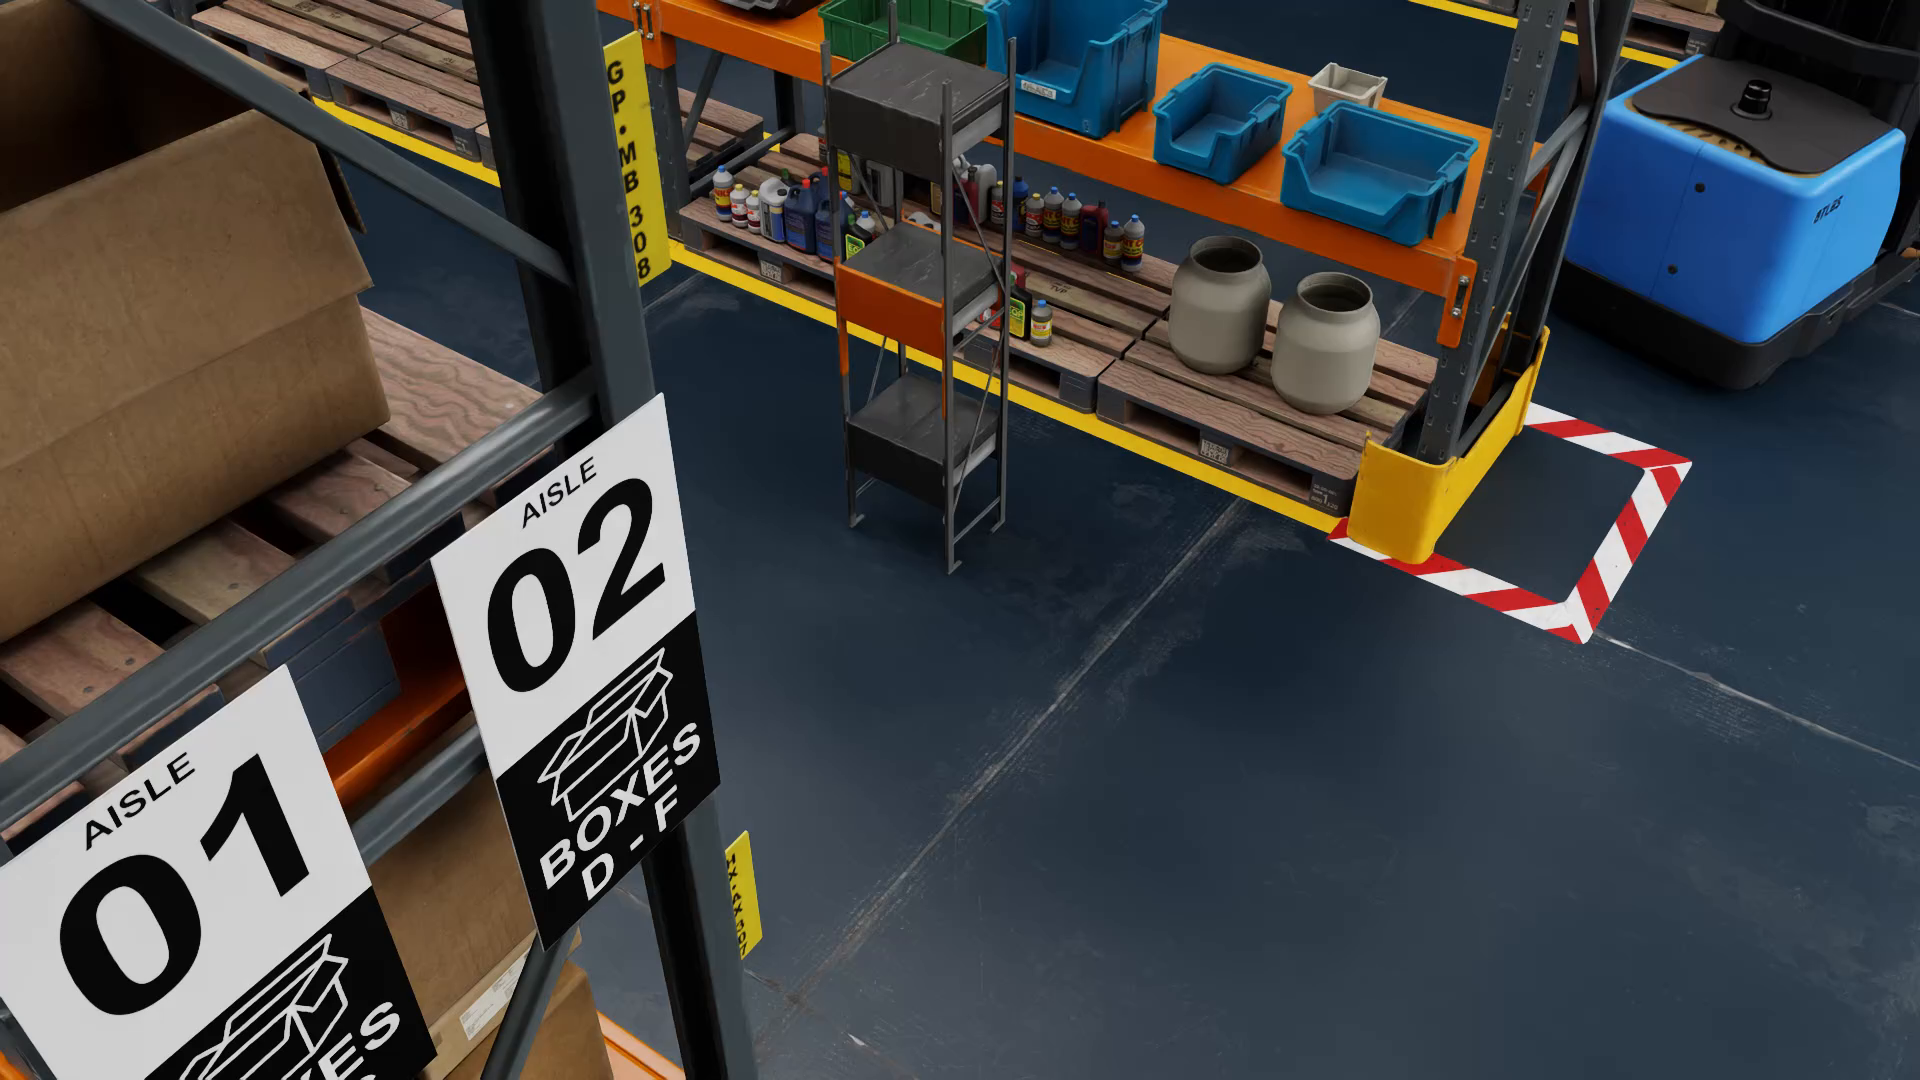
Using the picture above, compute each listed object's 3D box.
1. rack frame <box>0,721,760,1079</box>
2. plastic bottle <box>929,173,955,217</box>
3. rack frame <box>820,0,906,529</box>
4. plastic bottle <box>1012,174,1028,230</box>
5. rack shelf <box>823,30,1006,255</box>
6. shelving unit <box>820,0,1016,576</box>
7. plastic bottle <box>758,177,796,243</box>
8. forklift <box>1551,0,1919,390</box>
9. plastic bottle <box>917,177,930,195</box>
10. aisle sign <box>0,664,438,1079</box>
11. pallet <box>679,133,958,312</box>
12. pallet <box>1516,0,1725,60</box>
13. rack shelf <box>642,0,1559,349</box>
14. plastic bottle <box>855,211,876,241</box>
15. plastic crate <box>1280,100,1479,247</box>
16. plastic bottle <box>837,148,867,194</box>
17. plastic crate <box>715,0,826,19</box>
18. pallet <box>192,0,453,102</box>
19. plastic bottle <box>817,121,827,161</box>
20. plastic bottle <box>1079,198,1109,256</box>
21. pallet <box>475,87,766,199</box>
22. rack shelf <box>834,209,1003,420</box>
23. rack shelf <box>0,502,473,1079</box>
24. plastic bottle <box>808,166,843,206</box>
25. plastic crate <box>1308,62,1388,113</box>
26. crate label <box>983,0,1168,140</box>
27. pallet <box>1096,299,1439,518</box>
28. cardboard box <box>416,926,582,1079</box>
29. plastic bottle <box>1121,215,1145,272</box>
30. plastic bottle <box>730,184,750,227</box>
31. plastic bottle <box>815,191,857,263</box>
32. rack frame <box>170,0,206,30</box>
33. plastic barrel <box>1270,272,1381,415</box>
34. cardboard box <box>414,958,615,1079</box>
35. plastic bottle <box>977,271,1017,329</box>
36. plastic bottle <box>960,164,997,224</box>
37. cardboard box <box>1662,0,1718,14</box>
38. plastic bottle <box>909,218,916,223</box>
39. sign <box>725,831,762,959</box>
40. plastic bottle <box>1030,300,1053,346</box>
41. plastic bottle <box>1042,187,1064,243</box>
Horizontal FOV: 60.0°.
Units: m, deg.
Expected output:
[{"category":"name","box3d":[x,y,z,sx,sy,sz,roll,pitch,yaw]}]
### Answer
[{"category":"rack frame","box3d":[-0.732,1.320,3.026,0.127,3.000,1.000,25,48,25]},{"category":"plastic bottle","box3d":[-0.084,-1.714,8.124,0.133,0.283,0.061,25,48,25]},{"category":"rack frame","box3d":[-0.335,-0.939,6.225,0.015,2.100,0.400,25,48,25]},{"category":"plastic bottle","box3d":[0.281,-1.642,8.052,0.097,0.271,0.097,0,42,0]},{"category":"rack shelf","box3d":[-0.136,-1.357,5.663,0.480,0.518,0.431,25,48,25]},{"category":"shelving unit","box3d":[-0.136,-0.846,6.121,0.503,2.100,0.431,25,48,25]},{"category":"plastic bottle","box3d":[-0.870,-1.594,7.994,0.135,0.276,0.152,27,48,27]},{"category":"forklift","box3d":[4.250,-2.598,7.455,3.031,2.935,1.130,-30,50,-29]},{"category":"plastic bottle","box3d":[-0.153,-1.864,8.291,0.133,0.283,0.061,28,49,28]},{"category":"aisle sign","box3d":[-0.847,0.536,1.952,0.004,0.787,0.394,25,48,25]},{"category":"pallet","box3d":[-0.634,-1.596,8.375,1.213,0.211,1.003,25,48,25]},{"category":"pallet","box3d":[4.252,-3.408,10.400,1.213,0.211,1.003,25,48,25]},{"category":"rack shelf","box3d":[0.477,-1.881,7.142,4.000,0.370,1.077,25,48,25]},{"category":"plastic bottle","box3d":[-0.441,-1.418,7.802,0.097,0.271,0.097,0,42,0]},{"category":"plastic crate","box3d":[1.533,-1.356,6.128,0.616,0.251,0.499,25,48,25]},{"category":"plastic bottle","box3d":[-0.550,-1.924,8.307,0.185,0.351,0.144,25,48,25]},{"category":"plastic crate","box3d":[-0.804,-2.622,7.477,0.504,0.338,0.767,25,48,25]},{"category":"pallet","box3d":[-3.823,-3.089,10.044,1.213,0.211,1.003,25,48,25]},{"category":"plastic bottle","box3d":[-0.684,-2.067,8.579,0.097,0.201,0.097,0,42,0]},{"category":"plastic bottle","box3d":[0.635,-1.496,7.879,0.133,0.283,0.061,26,48,26]},{"category":"pallet","box3d":[-1.825,-2.155,9.000,1.213,0.211,1.003,25,48,25]},{"category":"rack shelf","box3d":[-0.136,-0.836,6.130,0.480,0.518,0.431,25,48,25]},{"category":"rack shelf","box3d":[-2.370,-0.296,3.121,4.000,0.370,1.077,25,48,25]},{"category":"plastic bottle","box3d":[-0.655,-1.635,7.984,0.185,0.351,0.144,25,48,25]},{"category":"plastic crate","box3d":[1.567,-1.803,6.714,0.250,0.136,0.298,25,48,25]},{"category":"crate label","box3d":[0.453,-1.954,6.657,0.616,0.435,0.502,25,48,25]},{"category":"pallet","box3d":[1.364,-0.662,7.331,1.213,0.211,1.003,25,48,25]},{"category":"cardboard box","box3d":[-0.930,0.773,3.076,0.250,0.149,0.380,25,47,25]},{"category":"plastic bottle","box3d":[0.809,-1.395,7.775,0.097,0.271,0.097,0,42,0]},{"category":"plastic bottle","box3d":[-1.068,-1.636,8.097,0.097,0.201,0.097,0,42,0]},{"category":"plastic bottle","box3d":[-0.583,-1.484,7.815,0.185,0.351,0.144,23,47,24]},{"category":"rack frame","box3d":[-4.435,-4.446,9.470,0.127,3.000,1.000,25,48,25]},{"category":"plastic barrel","box3d":[1.532,-0.823,6.971,0.421,0.512,0.421,0,42,0]},{"category":"cardboard box","box3d":[-1.107,1.097,3.200,0.500,0.500,0.700,25,48,25]},{"category":"plastic bottle","box3d":[0.169,-1.108,7.451,0.135,0.276,0.152,25,48,26]},{"category":"plastic bottle","box3d":[0.085,-1.713,8.128,0.135,0.276,0.152,26,48,26]},{"category":"cardboard box","box3d":[4.457,-3.561,10.039,0.500,0.500,0.500,-33,51,-31]},{"category":"plastic bottle","box3d":[-0.235,-1.321,7.633,0.185,0.351,0.144,25,47,25]},{"category":"sign","box3d":[-0.409,0.667,3.047,0.005,0.325,0.100,25,48,25]},{"category":"plastic bottle","box3d":[0.360,-0.968,7.351,0.097,0.201,0.097,0,42,0]},{"category":"plastic bottle","box3d":[0.447,-1.564,7.965,0.097,0.271,0.097,0,42,0]}]
